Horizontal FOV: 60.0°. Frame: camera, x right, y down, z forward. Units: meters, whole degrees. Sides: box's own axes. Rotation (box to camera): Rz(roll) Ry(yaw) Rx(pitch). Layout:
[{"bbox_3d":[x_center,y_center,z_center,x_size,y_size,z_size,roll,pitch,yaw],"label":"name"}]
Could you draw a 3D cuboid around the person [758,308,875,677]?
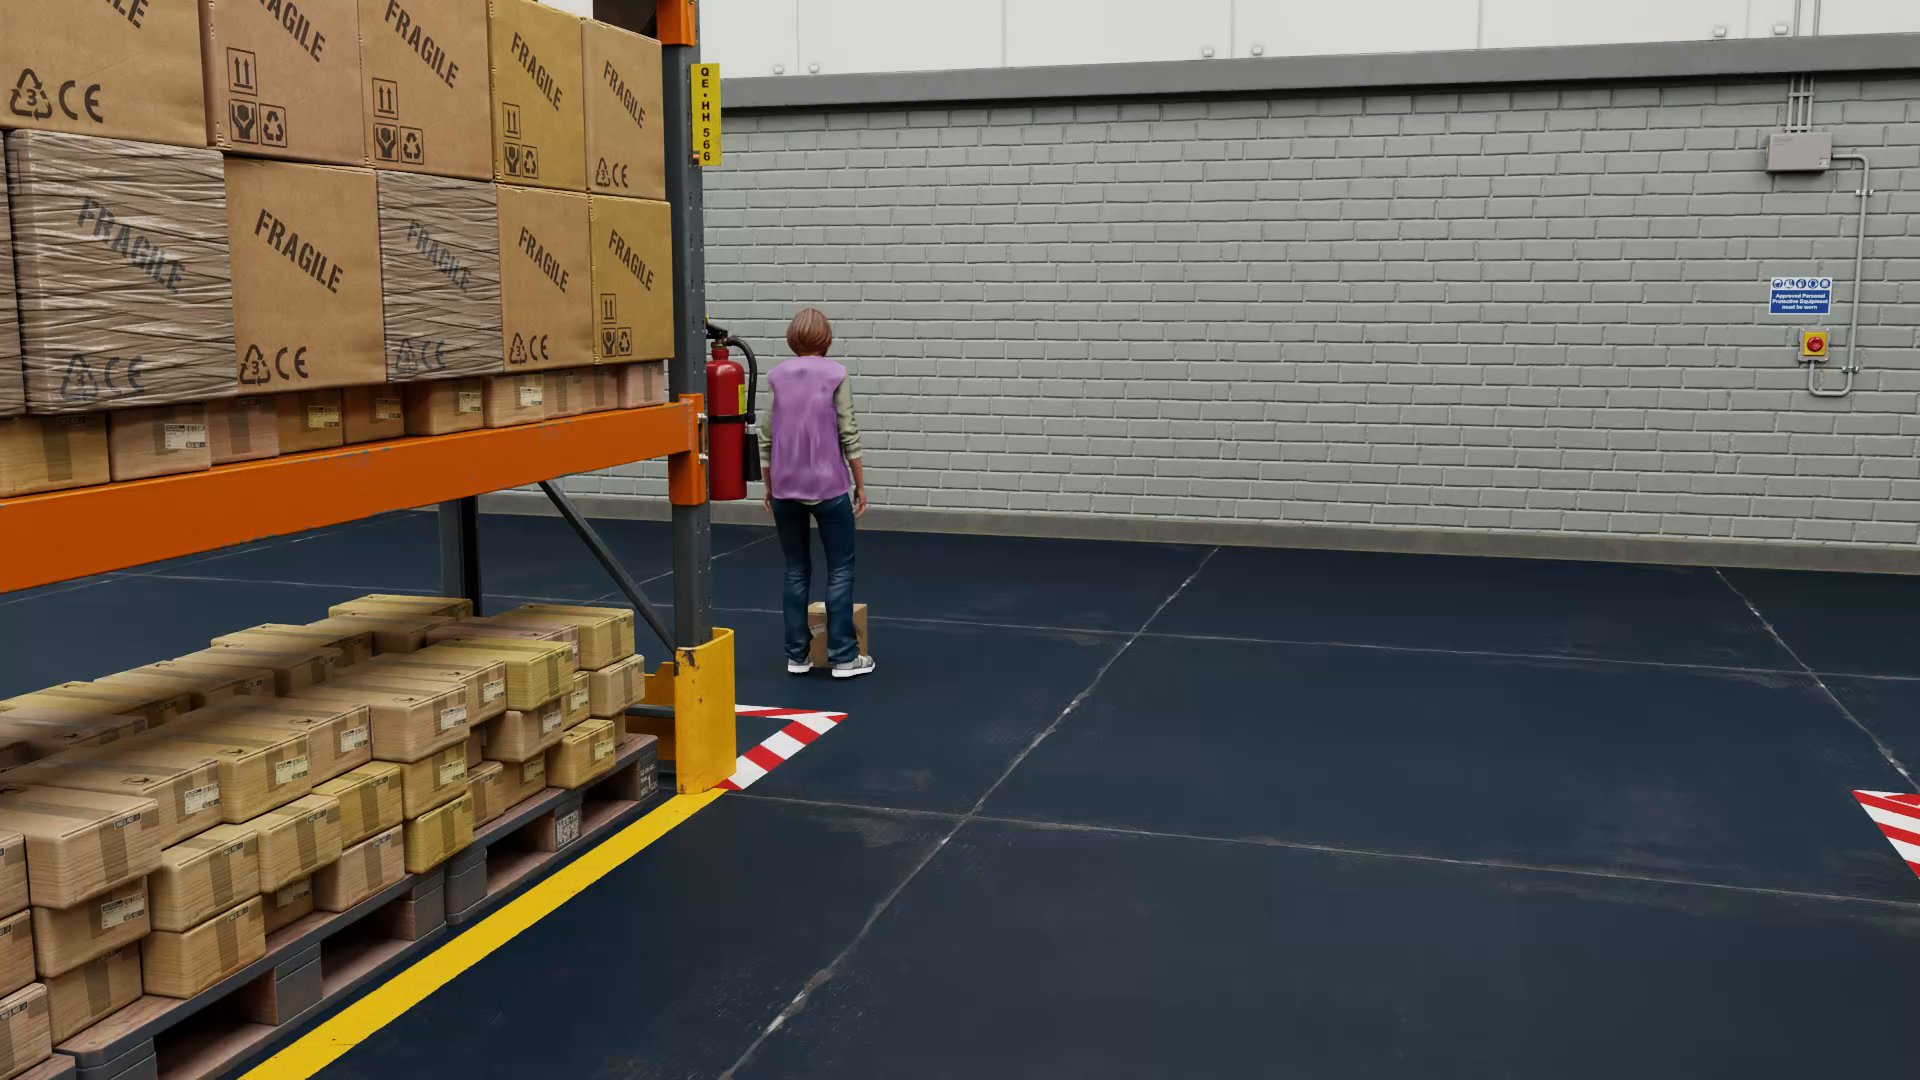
[{"bbox_3d":[-0.634,-0.196,7.219,0.478,1.582,0.368,2,9,14],"label":"person"}]
